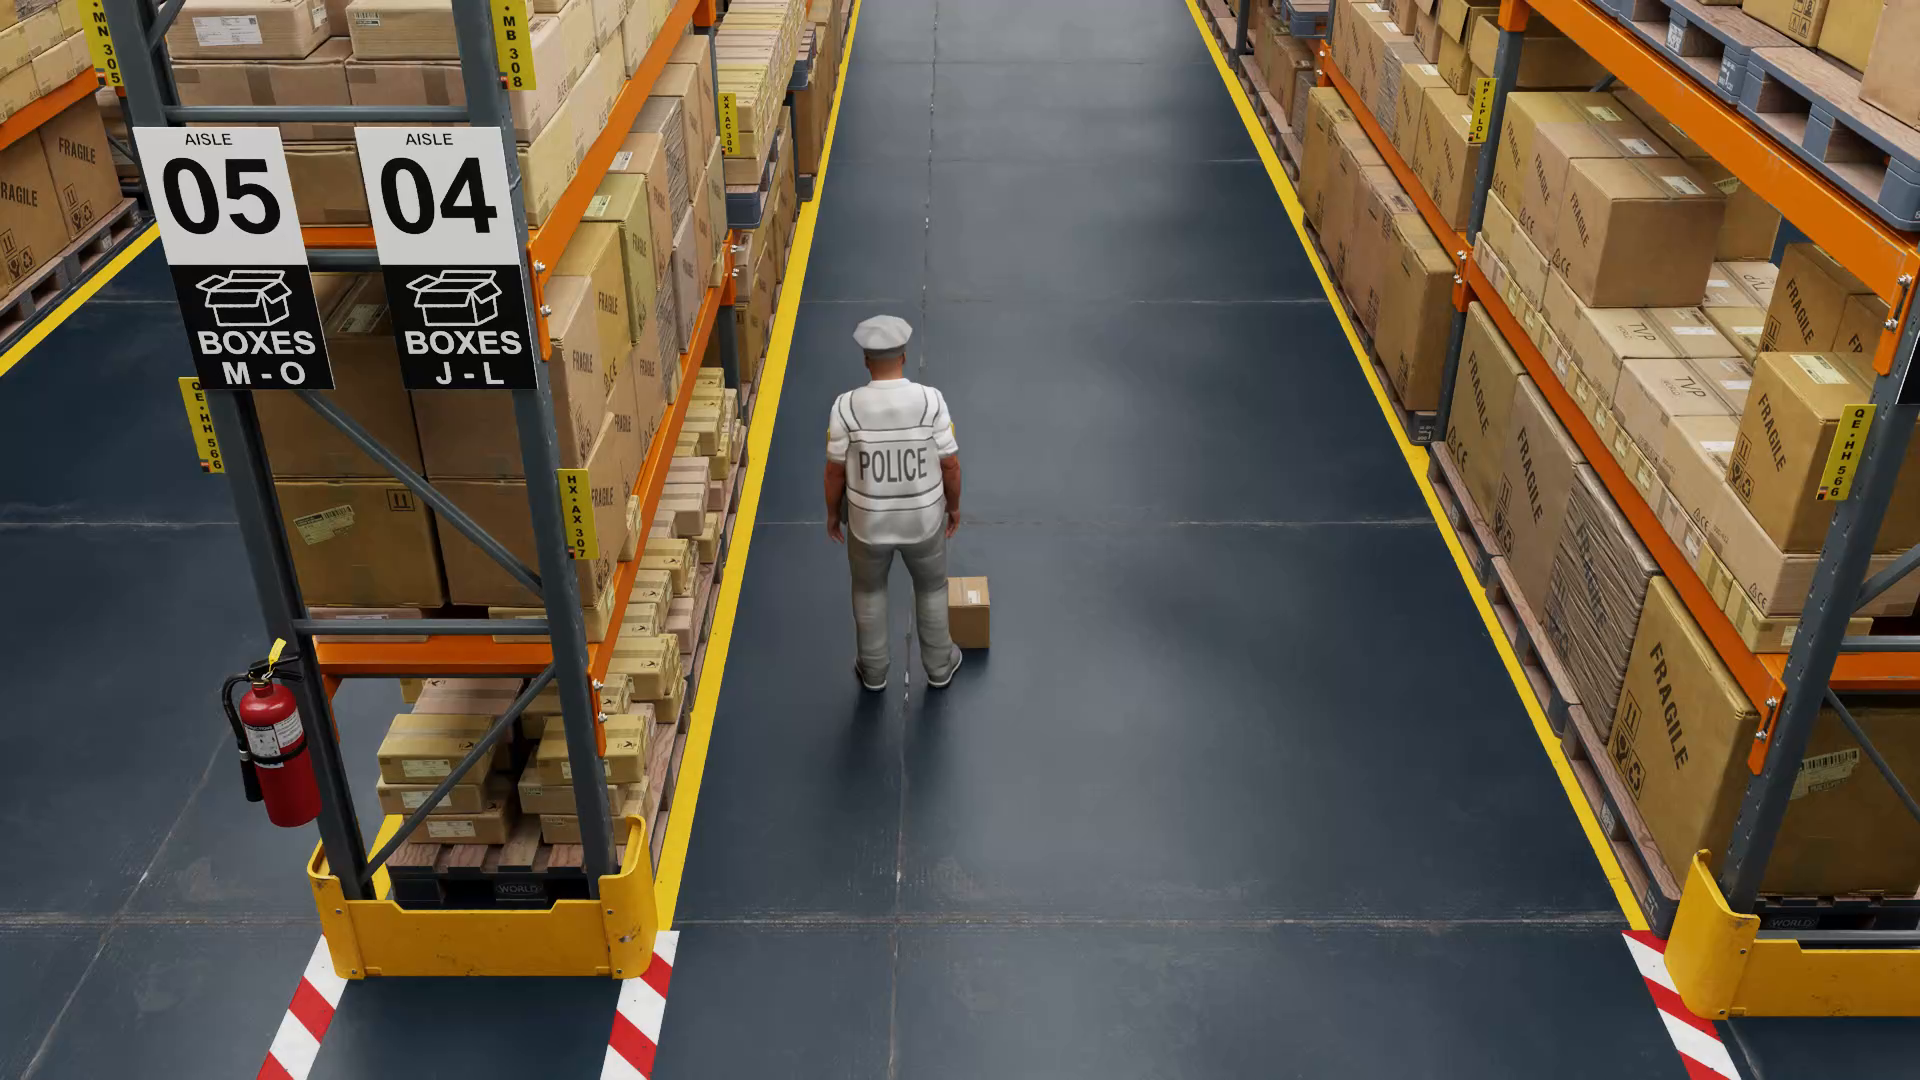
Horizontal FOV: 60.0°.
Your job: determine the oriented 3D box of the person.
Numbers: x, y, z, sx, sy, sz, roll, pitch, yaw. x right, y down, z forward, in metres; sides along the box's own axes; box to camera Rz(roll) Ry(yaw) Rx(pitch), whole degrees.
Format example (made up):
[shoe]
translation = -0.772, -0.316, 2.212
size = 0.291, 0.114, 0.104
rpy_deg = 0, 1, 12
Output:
[person]
translation = -0.284, -0.105, 7.296
size = 0.605, 1.750, 0.429
rpy_deg = -2, 31, -3
